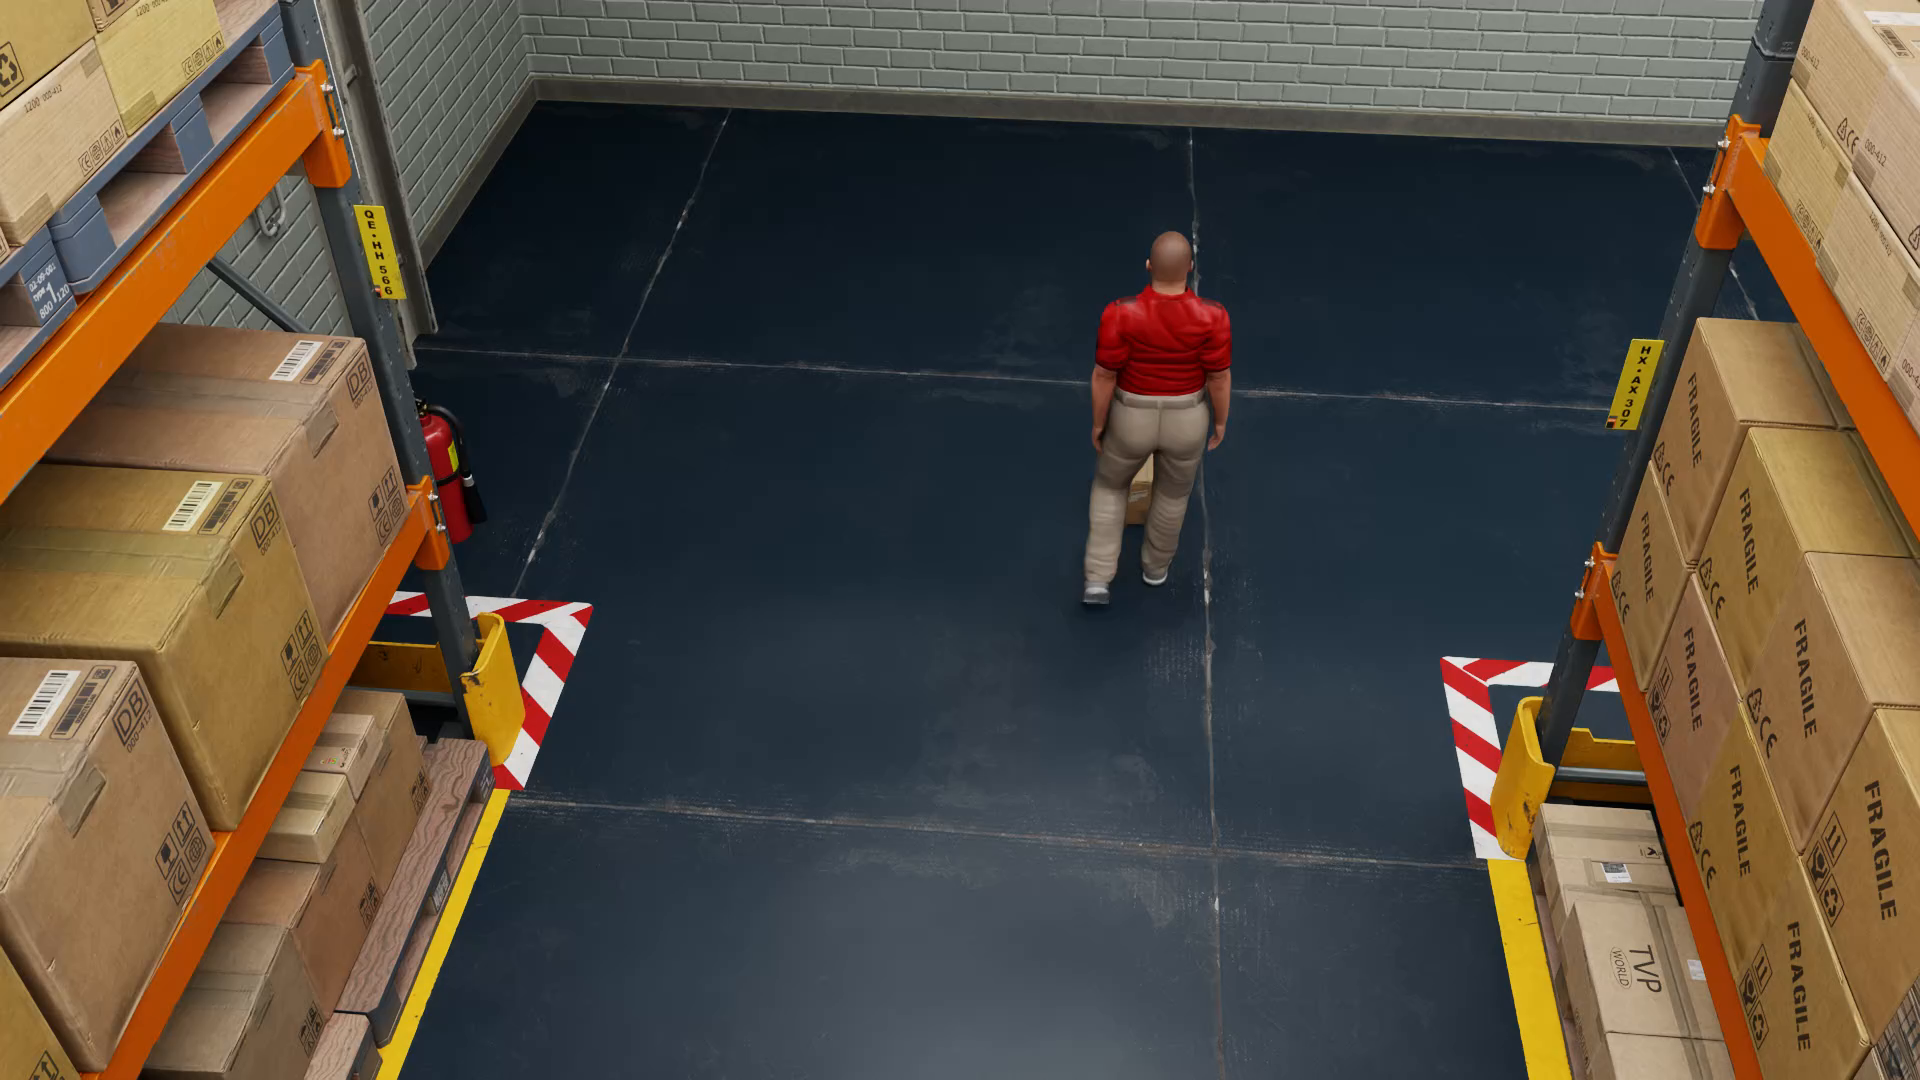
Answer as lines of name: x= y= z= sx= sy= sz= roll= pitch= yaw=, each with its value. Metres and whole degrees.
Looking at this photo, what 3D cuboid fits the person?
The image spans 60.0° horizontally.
person: x=0.804 y=-0.469 z=6.781 sx=0.556 sy=1.792 sz=0.529 roll=3 pitch=40 yaw=4
